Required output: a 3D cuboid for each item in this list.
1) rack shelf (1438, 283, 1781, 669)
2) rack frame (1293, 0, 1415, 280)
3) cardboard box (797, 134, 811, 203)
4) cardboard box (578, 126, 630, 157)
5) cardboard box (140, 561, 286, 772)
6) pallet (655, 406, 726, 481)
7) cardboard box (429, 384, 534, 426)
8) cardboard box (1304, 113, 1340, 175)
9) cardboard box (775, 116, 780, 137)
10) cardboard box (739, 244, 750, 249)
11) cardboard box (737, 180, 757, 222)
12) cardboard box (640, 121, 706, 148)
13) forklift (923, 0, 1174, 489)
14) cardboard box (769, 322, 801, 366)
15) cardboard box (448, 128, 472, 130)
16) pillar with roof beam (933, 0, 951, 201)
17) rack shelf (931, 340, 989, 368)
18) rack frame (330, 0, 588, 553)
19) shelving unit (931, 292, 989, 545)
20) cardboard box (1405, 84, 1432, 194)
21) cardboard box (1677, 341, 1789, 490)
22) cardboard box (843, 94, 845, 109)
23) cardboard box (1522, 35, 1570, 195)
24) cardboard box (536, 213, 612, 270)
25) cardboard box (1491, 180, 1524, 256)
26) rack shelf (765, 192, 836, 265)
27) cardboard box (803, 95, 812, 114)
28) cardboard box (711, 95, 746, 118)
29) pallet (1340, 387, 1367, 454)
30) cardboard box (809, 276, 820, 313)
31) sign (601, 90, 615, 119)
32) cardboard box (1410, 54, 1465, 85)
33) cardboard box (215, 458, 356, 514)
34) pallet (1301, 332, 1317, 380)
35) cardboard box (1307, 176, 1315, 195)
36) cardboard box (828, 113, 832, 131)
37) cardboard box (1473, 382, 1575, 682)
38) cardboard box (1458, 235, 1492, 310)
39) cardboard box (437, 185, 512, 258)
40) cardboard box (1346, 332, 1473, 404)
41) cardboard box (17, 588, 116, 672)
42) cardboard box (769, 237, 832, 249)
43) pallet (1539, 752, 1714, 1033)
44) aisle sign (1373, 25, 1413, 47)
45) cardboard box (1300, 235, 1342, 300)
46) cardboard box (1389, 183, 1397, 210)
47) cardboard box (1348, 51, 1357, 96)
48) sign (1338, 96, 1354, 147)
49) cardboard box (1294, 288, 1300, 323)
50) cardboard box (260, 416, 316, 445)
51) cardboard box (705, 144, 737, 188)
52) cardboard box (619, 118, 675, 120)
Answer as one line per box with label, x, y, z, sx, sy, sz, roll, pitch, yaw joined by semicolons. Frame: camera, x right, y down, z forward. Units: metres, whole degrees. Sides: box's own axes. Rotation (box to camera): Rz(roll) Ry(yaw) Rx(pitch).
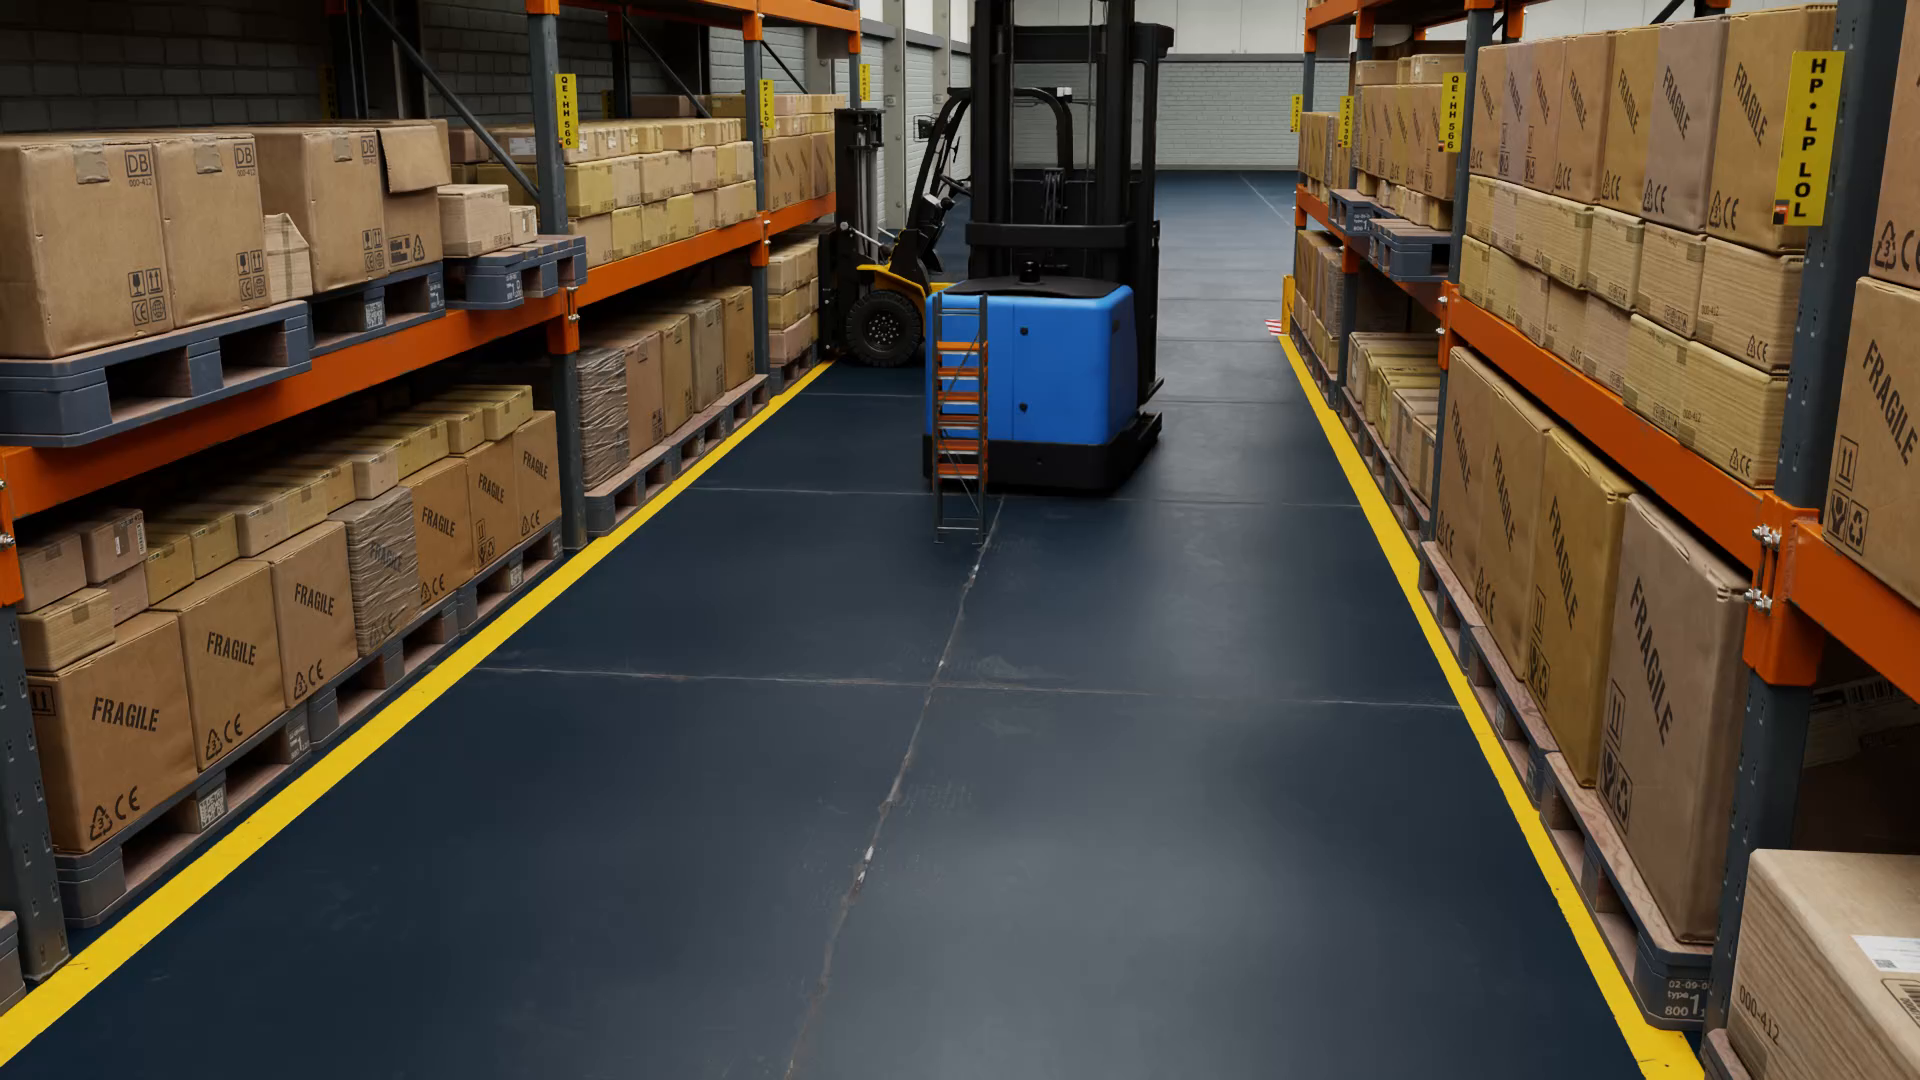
rack shelf;2.399;-0.407;5.300;1.077;0.370;4.000;2;15;6
rack frame;3.528;-3.348;14.797;1.000;3.000;0.127;2;15;6
cardboard box;-1.448;-2.878;12.869;0.500;0.500;0.500;2;15;6
cardboard box;-1.929;-2.059;8.595;0.380;0.149;0.250;2;15;7
cardboard box;-2.430;0.366;5.047;0.500;0.500;0.500;1;15;6
pallet;-2.036;-0.600;9.977;1.003;0.211;1.213;2;15;6
cardboard box;-2.111;-0.592;7.347;0.380;0.149;0.250;1;15;4
cardboard box;3.143;-3.291;13.824;0.500;0.500;0.500;2;15;8
cardboard box;-1.529;-3.028;12.179;0.380;0.149;0.250;2;15;6
cardboard box;-1.880;-2.210;13.136;0.500;0.250;0.500;2;15;7
cardboard box;-1.653;-2.245;11.005;0.500;0.250;0.500;2;15;8
cardboard box;-1.755;-2.455;10.059;0.380;0.149;0.250;1;15;5
forklift;0.662;-2.029;10.051;1.130;2.935;3.031;4;16;14
cardboard box;-1.472;-1.447;12.230;0.500;0.250;0.500;2;15;7
cardboard box;-2.553;-1.941;8.161;0.380;0.149;0.250;2;15;8
pillar with roof beam;3.930;-10.777;30.778;9.100;9.000;0.400;2;15;6
rack shelf;0.002;-0.888;7.937;0.258;0.103;0.180;2;15;6
rack frame;-2.307;-1.418;7.661;1.000;3.000;0.127;2;15;6
shelving unit;0.002;-0.583;8.019;0.258;1.200;0.189;2;15;6
cardboard box;2.448;-1.928;7.981;0.500;0.500;0.500;1;15;5
cardboard box;1.974;-0.287;3.765;0.500;0.250;0.500;1;15;5
cardboard box;-1.236;-3.899;14.831;0.380;0.149;0.250;2;15;6
cardboard box;2.206;-1.421;5.563;0.500;0.500;0.500;2;15;8
cardboard box;-2.015;-1.454;8.080;0.500;0.250;0.500;2;15;6
cardboard box;2.263;-1.184;6.124;0.500;0.250;0.500;2;15;8
rack shelf;-1.630;-2.627;13.510;1.077;0.370;4.000;2;15;6
cardboard box;-1.403;-3.501;13.359;0.380;0.149;0.250;2;15;7
cardboard box;-1.525;-3.035;11.635;0.380;0.149;0.250;2;15;7
pallet;2.990;-0.763;10.578;1.003;0.211;1.213;2;15;6
cardboard box;-1.372;-1.950;13.131;0.500;0.250;0.500;2;15;6
sign;-2.408;-2.928;11.433;0.100;0.325;0.005;2;15;6
cardboard box;2.529;-2.414;8.533;0.380;0.149;0.250;1;15;4
cardboard box;-2.367;-0.187;5.848;0.380;0.149;0.250;2;15;6
pallet;3.252;-1.457;13.146;1.003;0.211;1.213;2;15;6
cardboard box;3.084;-2.948;13.799;0.380;0.149;0.250;2;15;7
cardboard box;-1.277;-3.489;13.885;0.380;0.149;0.250;1;15;4
cardboard box;2.360;-0.042;5.838;0.875;0.875;0.875;2;15;7
cardboard box;2.320;-1.081;6.702;0.500;0.250;0.500;1;15;5
cardboard box;-2.105;-1.266;6.579;0.500;0.250;0.500;1;15;4
cardboard box;3.020;-1.109;10.745;0.950;0.372;0.625;2;15;7
cardboard box;-2.454;0.225;4.326;0.380;0.149;0.250;2;15;9
cardboard box;-1.310;-2.328;13.572;0.500;0.250;0.500;1;15;5
pallet;2.186;0.908;4.400;1.003;0.211;1.213;2;15;6
aisle sign;3.823;-4.611;14.486;0.394;0.787;0.004;2;15;6
cardboard box;3.105;-2.242;13.735;0.500;0.500;0.500;1;15;4
cardboard box;2.524;-1.851;8.937;0.380;0.149;0.250;1;15;4
cardboard box;3.687;-3.884;14.101;0.700;0.500;0.500;1;15;5
sign;2.536;-2.743;10.899;0.100;0.325;0.005;2;15;6
cardboard box;3.162;-2.022;14.358;0.500;0.250;0.500;2;15;6
cardboard box;-2.804;-0.399;6.632;0.380;0.149;0.250;1;15;4
cardboard box;-1.708;-2.356;10.459;0.500;0.250;0.500;1;15;5
cardboard box;-2.109;-2.732;11.086;0.380;0.149;0.250;1;15;5
